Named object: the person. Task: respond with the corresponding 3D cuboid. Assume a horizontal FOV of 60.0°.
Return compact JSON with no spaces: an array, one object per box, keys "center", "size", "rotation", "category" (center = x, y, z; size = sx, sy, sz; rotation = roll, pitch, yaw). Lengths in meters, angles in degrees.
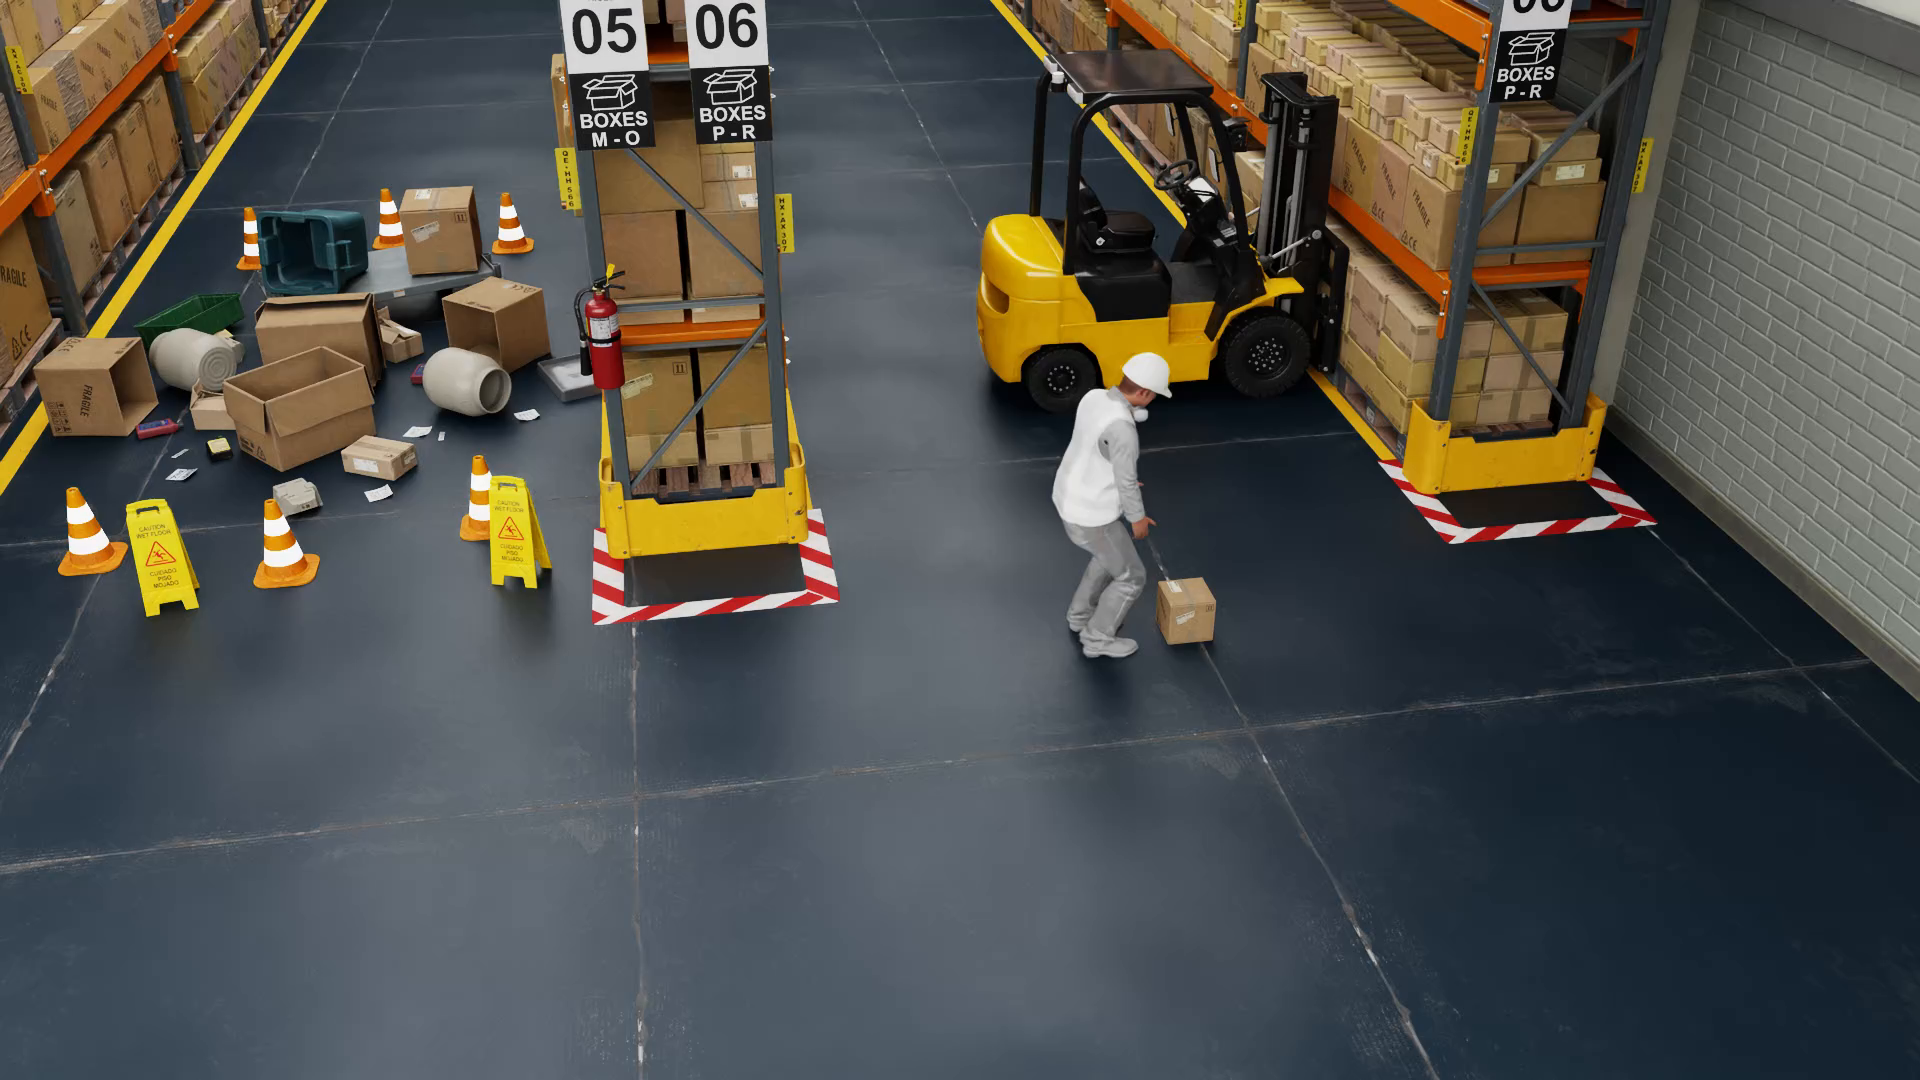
[{"center":[0.770,-0.195,8.577],"size":[0.581,1.647,0.578],"rotation":[-5,31,-8],"category":"person"}]
